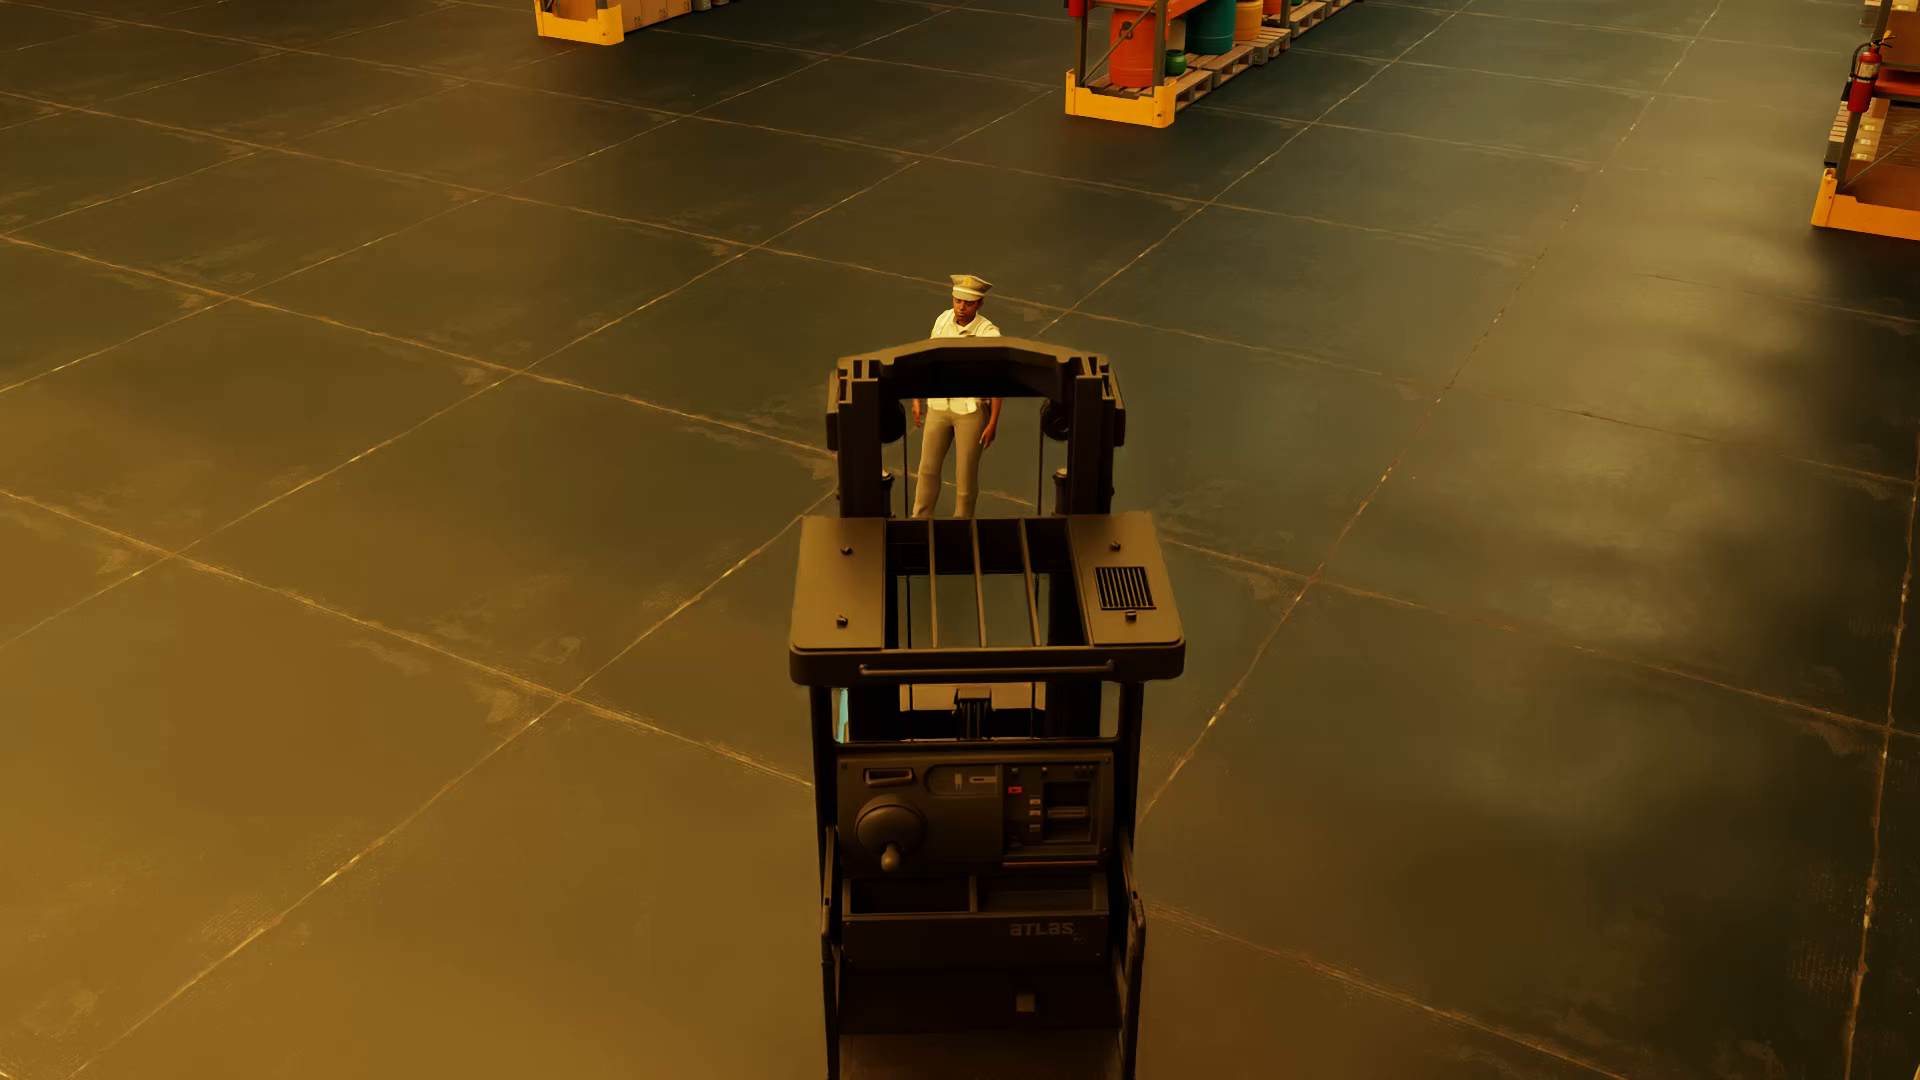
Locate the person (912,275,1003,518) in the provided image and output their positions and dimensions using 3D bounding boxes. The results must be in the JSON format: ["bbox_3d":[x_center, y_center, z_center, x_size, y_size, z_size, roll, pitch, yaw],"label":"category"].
[{"bbox_3d":[-0.054,-0.712,9.527,0.569,1.695,0.528,15,33,25],"label":"person"}]

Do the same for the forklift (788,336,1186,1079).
[{"bbox_3d":[0.063,0.957,5.412,1.130,2.935,3.031,-1,30,-2],"label":"forklift"}]
